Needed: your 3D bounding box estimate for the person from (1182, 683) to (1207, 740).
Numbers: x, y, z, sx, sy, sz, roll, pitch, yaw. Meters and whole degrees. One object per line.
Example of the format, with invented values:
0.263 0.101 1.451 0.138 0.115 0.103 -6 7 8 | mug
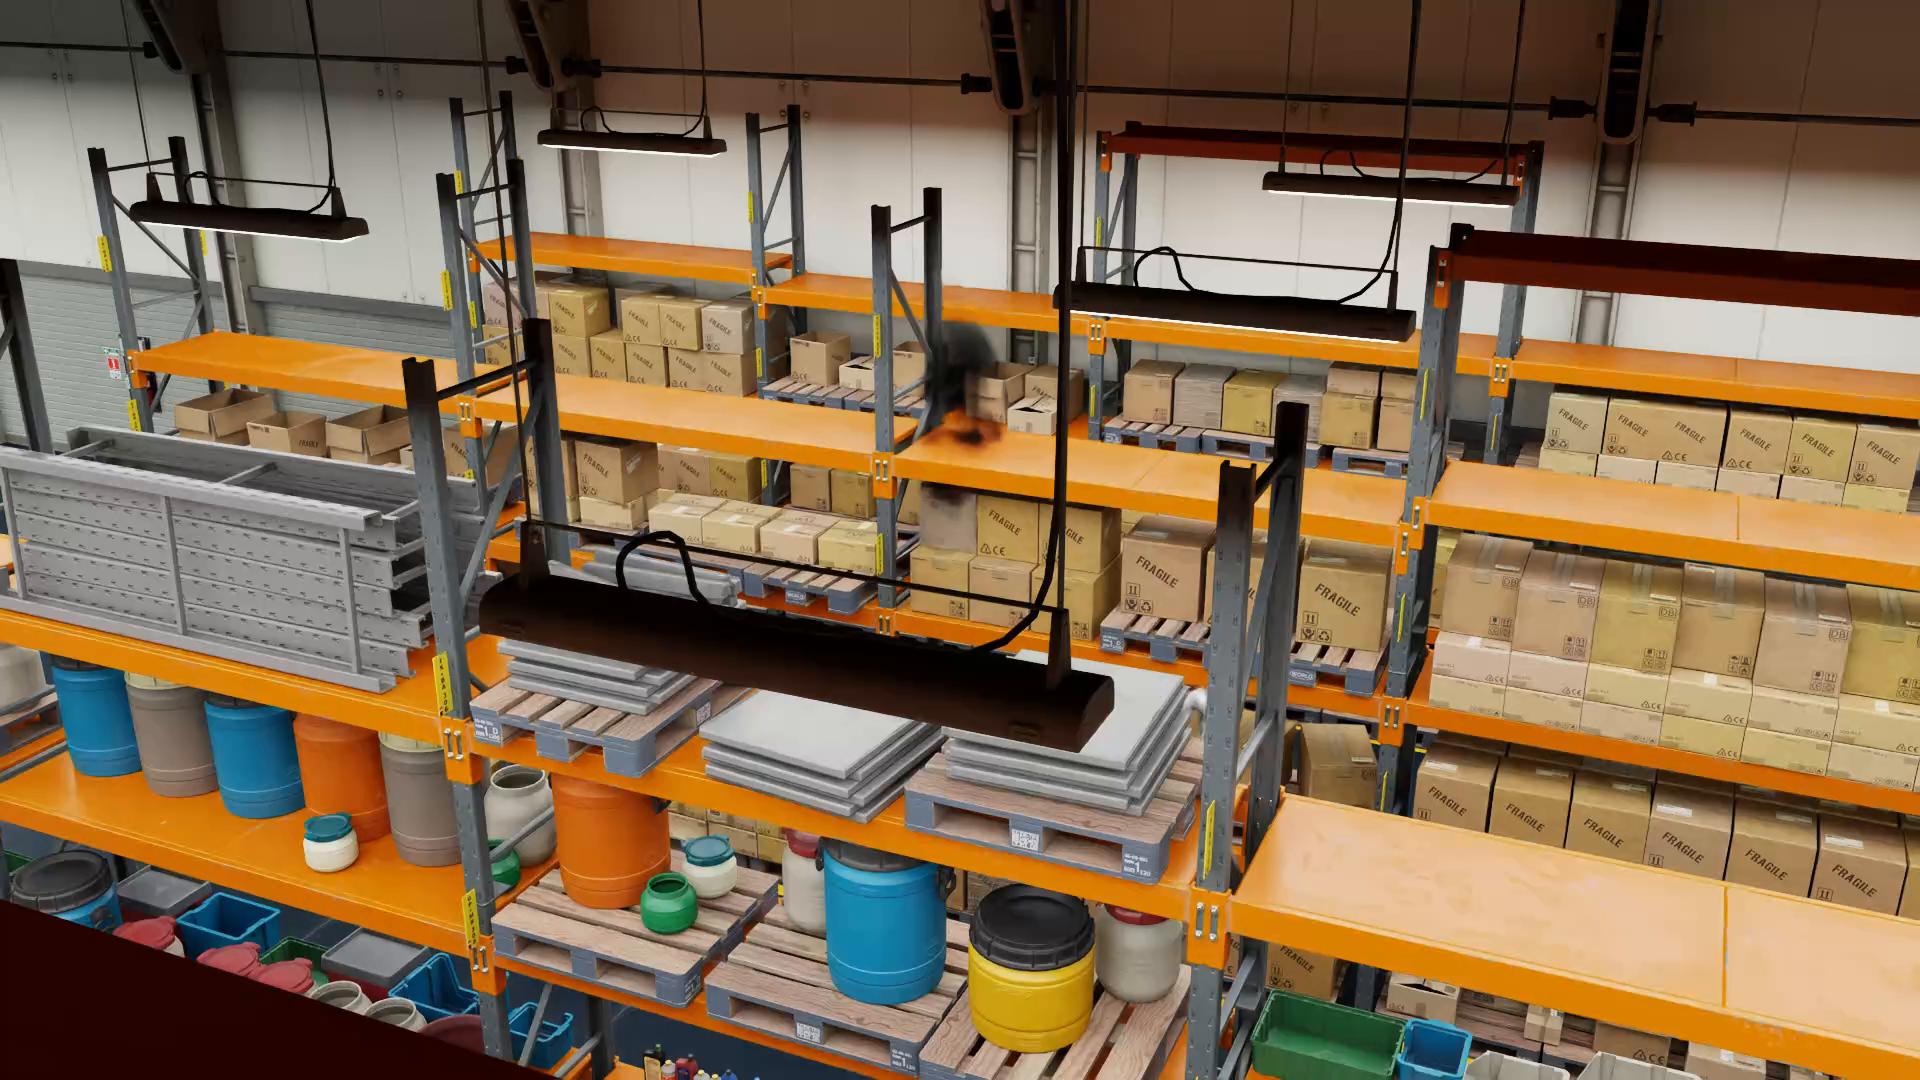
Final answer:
2.098 1.933 14.977 0.917 1.828 0.696 6 21 15 | person
